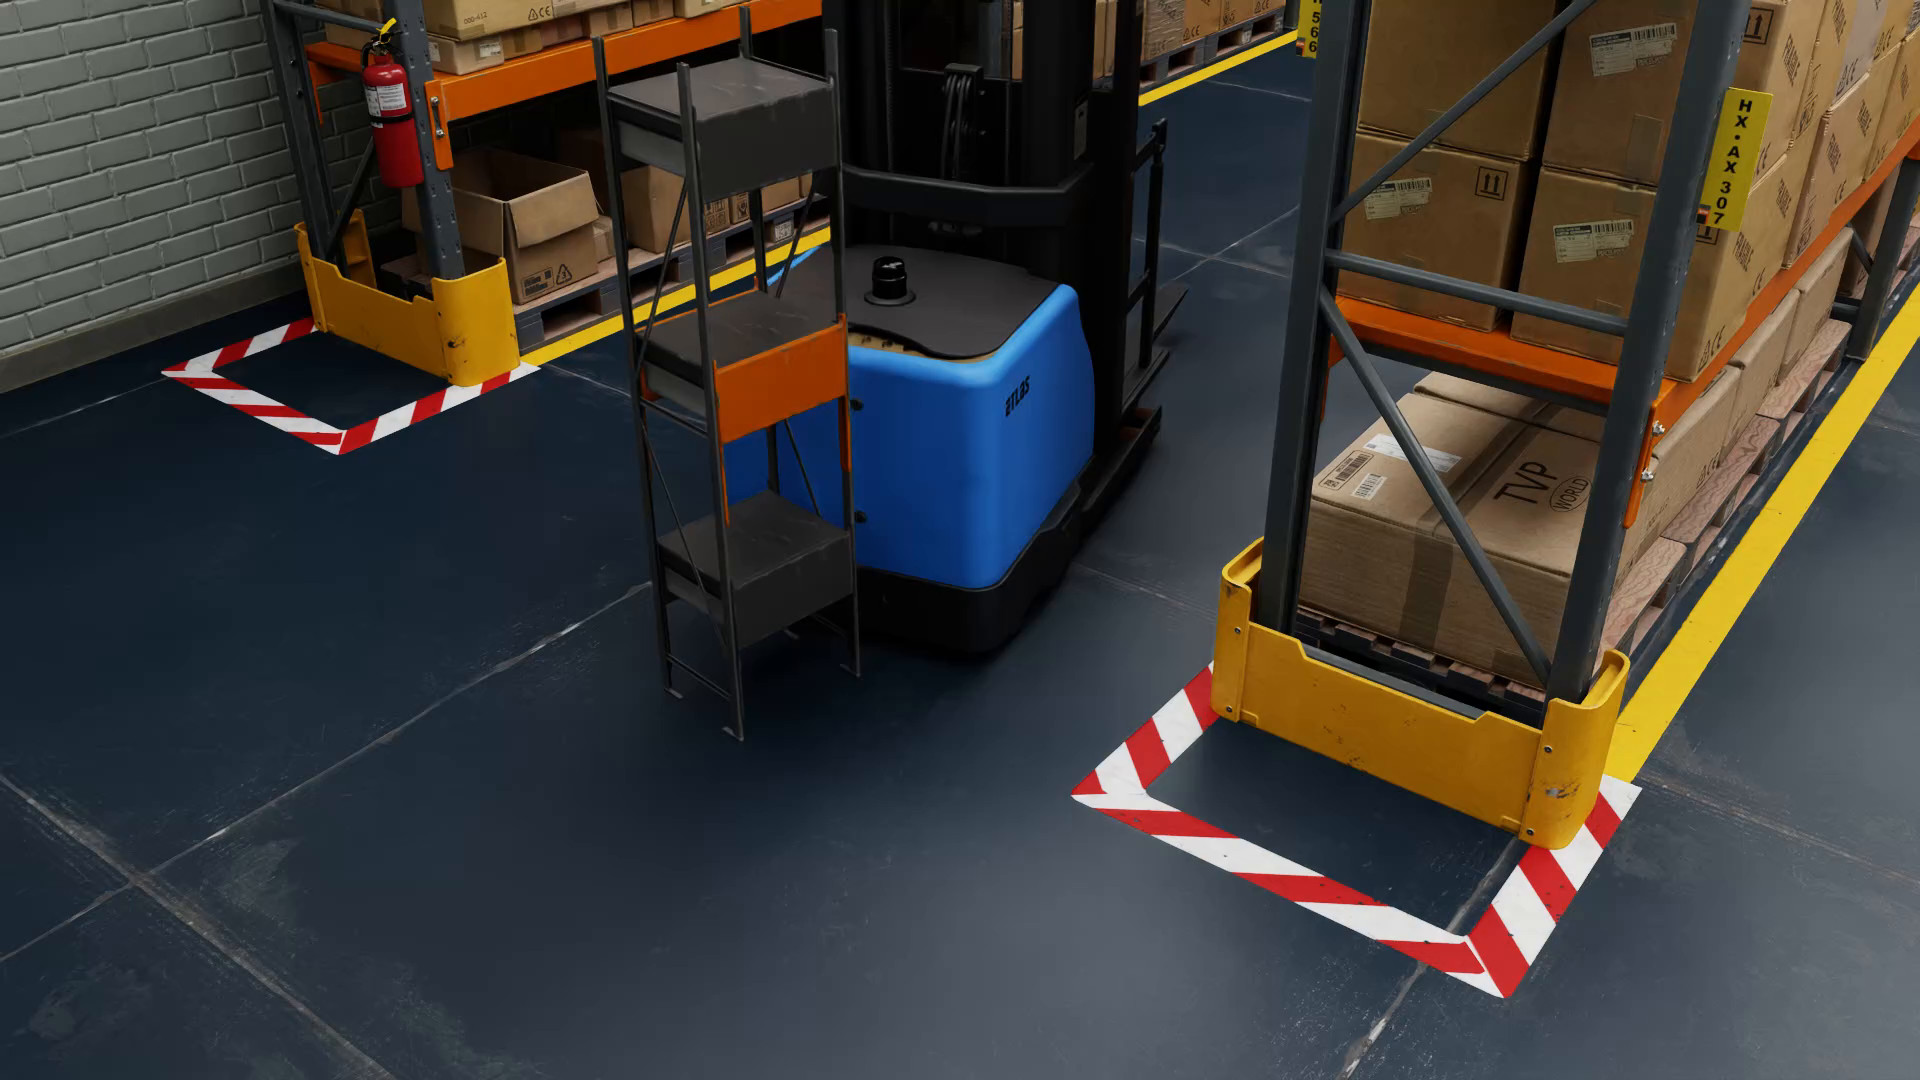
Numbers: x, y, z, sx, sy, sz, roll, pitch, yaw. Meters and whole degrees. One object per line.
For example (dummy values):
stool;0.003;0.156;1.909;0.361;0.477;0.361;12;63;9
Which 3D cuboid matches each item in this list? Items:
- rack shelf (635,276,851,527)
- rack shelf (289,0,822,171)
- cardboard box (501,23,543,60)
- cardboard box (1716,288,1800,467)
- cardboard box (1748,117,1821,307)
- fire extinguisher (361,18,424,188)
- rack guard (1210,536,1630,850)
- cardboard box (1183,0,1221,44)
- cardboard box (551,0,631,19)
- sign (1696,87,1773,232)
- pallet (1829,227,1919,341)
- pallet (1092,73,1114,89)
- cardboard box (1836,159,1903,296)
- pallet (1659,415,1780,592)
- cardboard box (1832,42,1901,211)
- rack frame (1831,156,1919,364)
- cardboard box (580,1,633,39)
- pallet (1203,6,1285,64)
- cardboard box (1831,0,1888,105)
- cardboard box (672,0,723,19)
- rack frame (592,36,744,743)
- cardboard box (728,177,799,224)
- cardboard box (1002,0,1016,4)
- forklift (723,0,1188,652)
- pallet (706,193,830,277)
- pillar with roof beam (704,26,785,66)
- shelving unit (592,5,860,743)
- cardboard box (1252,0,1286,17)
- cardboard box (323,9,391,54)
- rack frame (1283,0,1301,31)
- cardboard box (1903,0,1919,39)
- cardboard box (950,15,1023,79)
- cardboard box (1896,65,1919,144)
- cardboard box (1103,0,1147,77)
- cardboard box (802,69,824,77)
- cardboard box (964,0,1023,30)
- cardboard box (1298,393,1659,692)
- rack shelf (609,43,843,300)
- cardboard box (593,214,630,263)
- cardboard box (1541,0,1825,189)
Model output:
rack shelf;-0.646;-0.420;4.926;0.431;0.518;0.480;27;40;37
rack shelf;-1.391;-2.679;8.534;1.077;0.370;4.000;21;37;31
cardboard box;-2.064;-2.235;7.325;0.380;0.149;0.250;22;37;32
cardboard box;2.772;-0.768;6.705;0.875;0.438;0.875;20;36;30
cardboard box;2.163;-1.014;4.920;0.500;0.500;0.500;21;36;31
fire extinguisher;-2.318;-1.780;6.753;0.296;0.674;0.183;21;37;31
rack guard;1.347;0.435;5.025;1.175;0.500;0.348;21;37;31
cardboard box;1.523;-3.881;11.897;0.500;0.500;0.500;23;38;33
cardboard box;-1.805;-2.546;7.459;0.500;0.250;0.500;22;37;32
sign;1.800;-0.883;3.871;0.100;0.325;0.005;21;37;31
pallet;4.182;-1.413;8.427;1.003;0.211;1.213;21;37;31
pallet;0.277;-2.944;11.011;1.003;0.211;1.213;21;37;31
cardboard box;4.087;-1.819;8.049;0.875;0.875;0.875;22;37;33
pallet;2.519;-0.293;6.537;1.003;0.211;1.213;21;37;31
cardboard box;2.774;-1.424;5.612;0.500;0.500;0.500;22;37;33
rack frame;3.776;-2.276;7.148;1.000;3.000;0.127;21;37;31
cardboard box;-1.732;-2.436;7.665;0.380;0.149;0.250;22;37;33
pallet;1.750;-3.936;12.685;1.003;0.211;1.213;21;37;31
cardboard box;2.489;-1.654;5.020;0.500;0.500;0.500;21;36;31
cardboard box;-1.363;-2.625;7.984;0.380;0.149;0.250;20;36;30
rack frame;-0.819;-0.344;4.770;0.400;2.100;0.015;27;40;37
cardboard box;-1.207;-2.020;8.757;0.500;0.500;0.500;22;37;32
cardboard box;0.197;-3.397;10.151;0.380;0.149;0.250;20;36;30
forklift;0.192;-1.628;6.122;1.130;2.935;3.031;12;33;19
pallet;-1.335;-1.825;9.123;1.003;0.211;1.213;21;37;31
pillar with roof beam;2.110;-5.052;5.948;9.100;9.000;0.400;21;37;31
shelving unit;-0.646;-0.432;4.919;0.431;2.100;0.503;27;40;37
cardboard box;2.147;-4.295;12.595;0.500;0.500;0.500;22;37;33
cardboard box;-2.612;-2.285;7.410;0.380;0.149;0.250;21;36;31
rack frame;2.231;-5.428;12.466;1.000;3.000;0.127;21;37;31
cardboard box;3.099;-2.058;5.702;0.500;0.500;0.500;22;37;32
cardboard box;0.288;-3.034;10.468;0.500;0.500;0.500;23;38;33
cardboard box;3.394;-1.841;6.316;0.500;0.500;0.500;20;36;30
cardboard box;0.906;-3.455;11.178;0.500;0.500;0.500;20;36;30
cardboard box;-0.771;-2.630;9.971;0.500;0.311;0.500;23;37;33
cardboard box;0.245;-3.250;10.195;0.380;0.149;0.250;23;38;33
cardboard box;1.680;-0.027;5.455;0.875;0.438;0.875;20;36;30
rack shelf;-0.645;-1.022;4.568;0.431;0.518;0.480;27;40;37
cardboard box;-1.866;-1.510;8.240;0.380;0.149;0.250;20;36;29
cardboard box;1.878;-1.230;4.305;0.500;0.500;0.500;20;36;30
